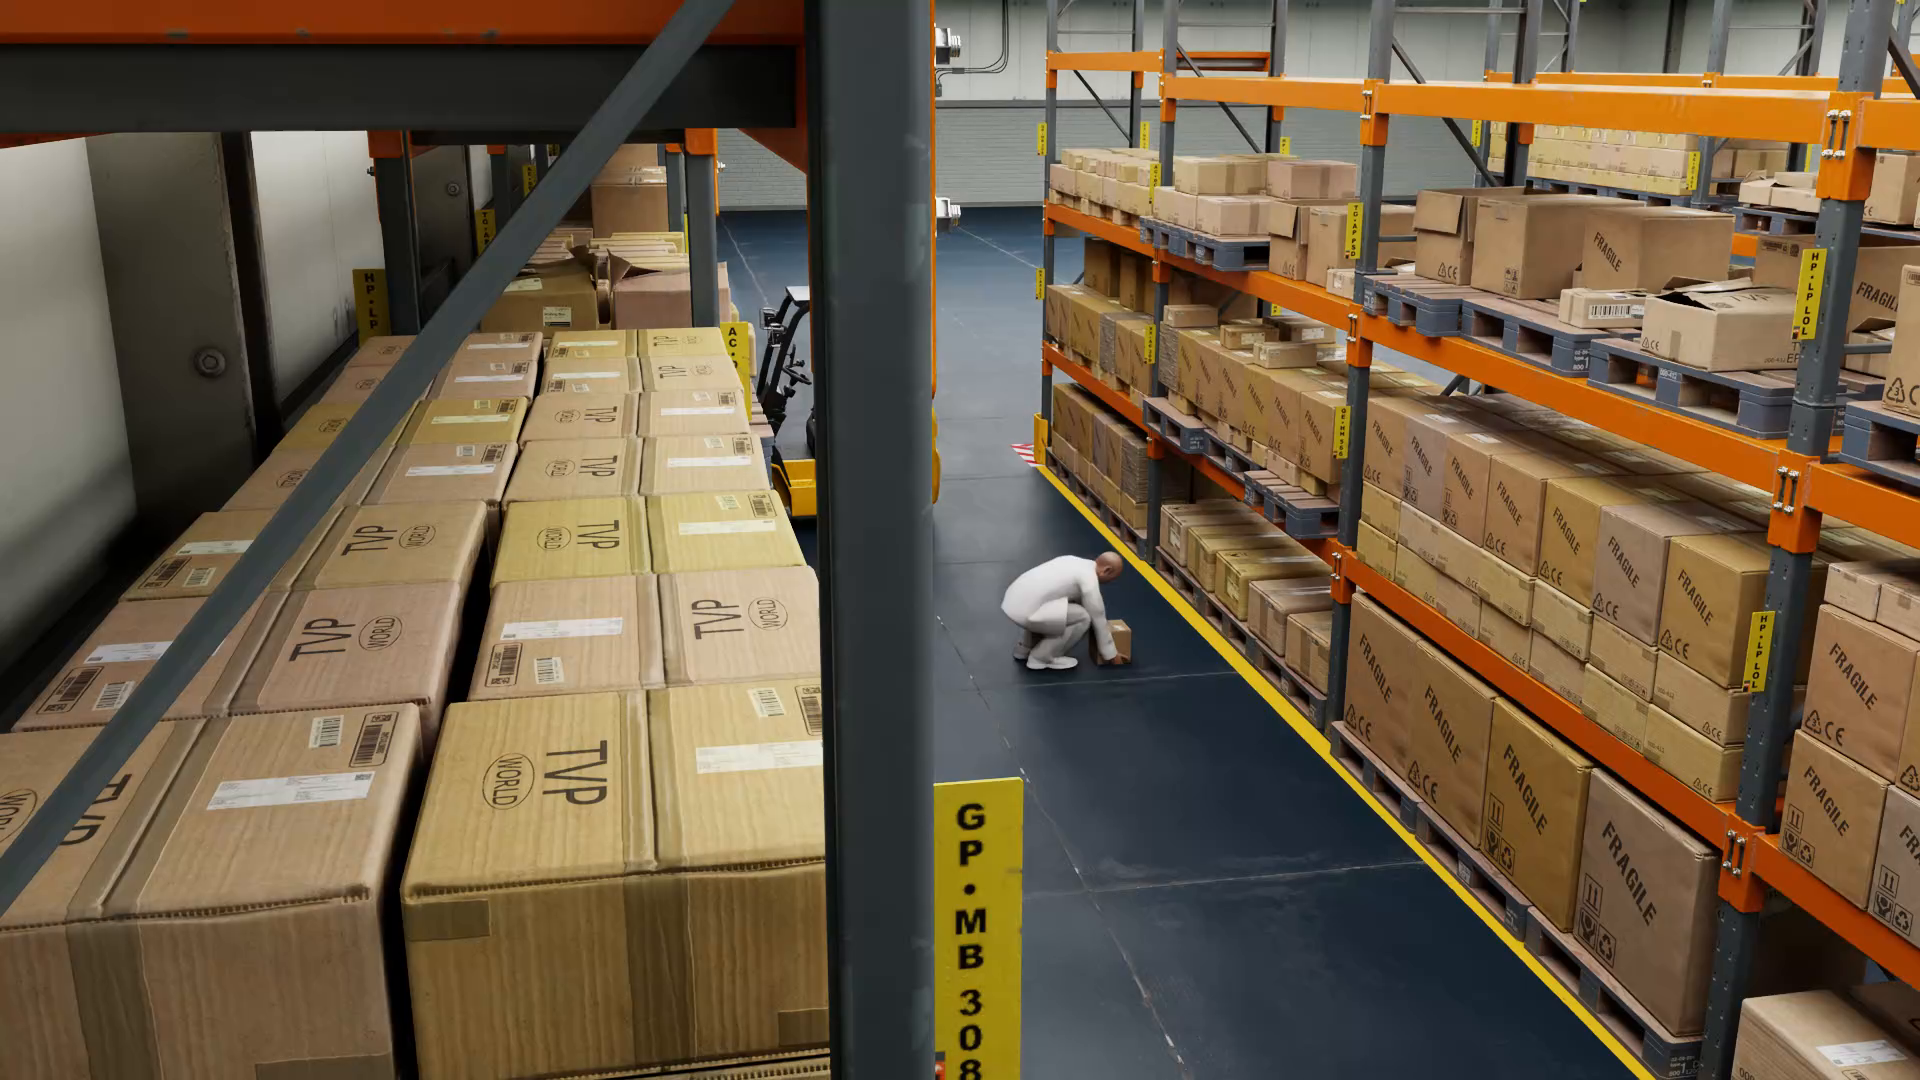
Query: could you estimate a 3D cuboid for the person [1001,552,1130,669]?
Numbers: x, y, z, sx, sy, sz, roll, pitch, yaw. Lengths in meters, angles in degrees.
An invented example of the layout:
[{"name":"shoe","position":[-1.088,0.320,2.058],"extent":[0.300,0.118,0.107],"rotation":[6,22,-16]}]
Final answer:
[{"name":"person","position":[0.760,0.559,12.095],"extent":[0.922,0.834,0.578],"rotation":[-3,16,-11]}]
